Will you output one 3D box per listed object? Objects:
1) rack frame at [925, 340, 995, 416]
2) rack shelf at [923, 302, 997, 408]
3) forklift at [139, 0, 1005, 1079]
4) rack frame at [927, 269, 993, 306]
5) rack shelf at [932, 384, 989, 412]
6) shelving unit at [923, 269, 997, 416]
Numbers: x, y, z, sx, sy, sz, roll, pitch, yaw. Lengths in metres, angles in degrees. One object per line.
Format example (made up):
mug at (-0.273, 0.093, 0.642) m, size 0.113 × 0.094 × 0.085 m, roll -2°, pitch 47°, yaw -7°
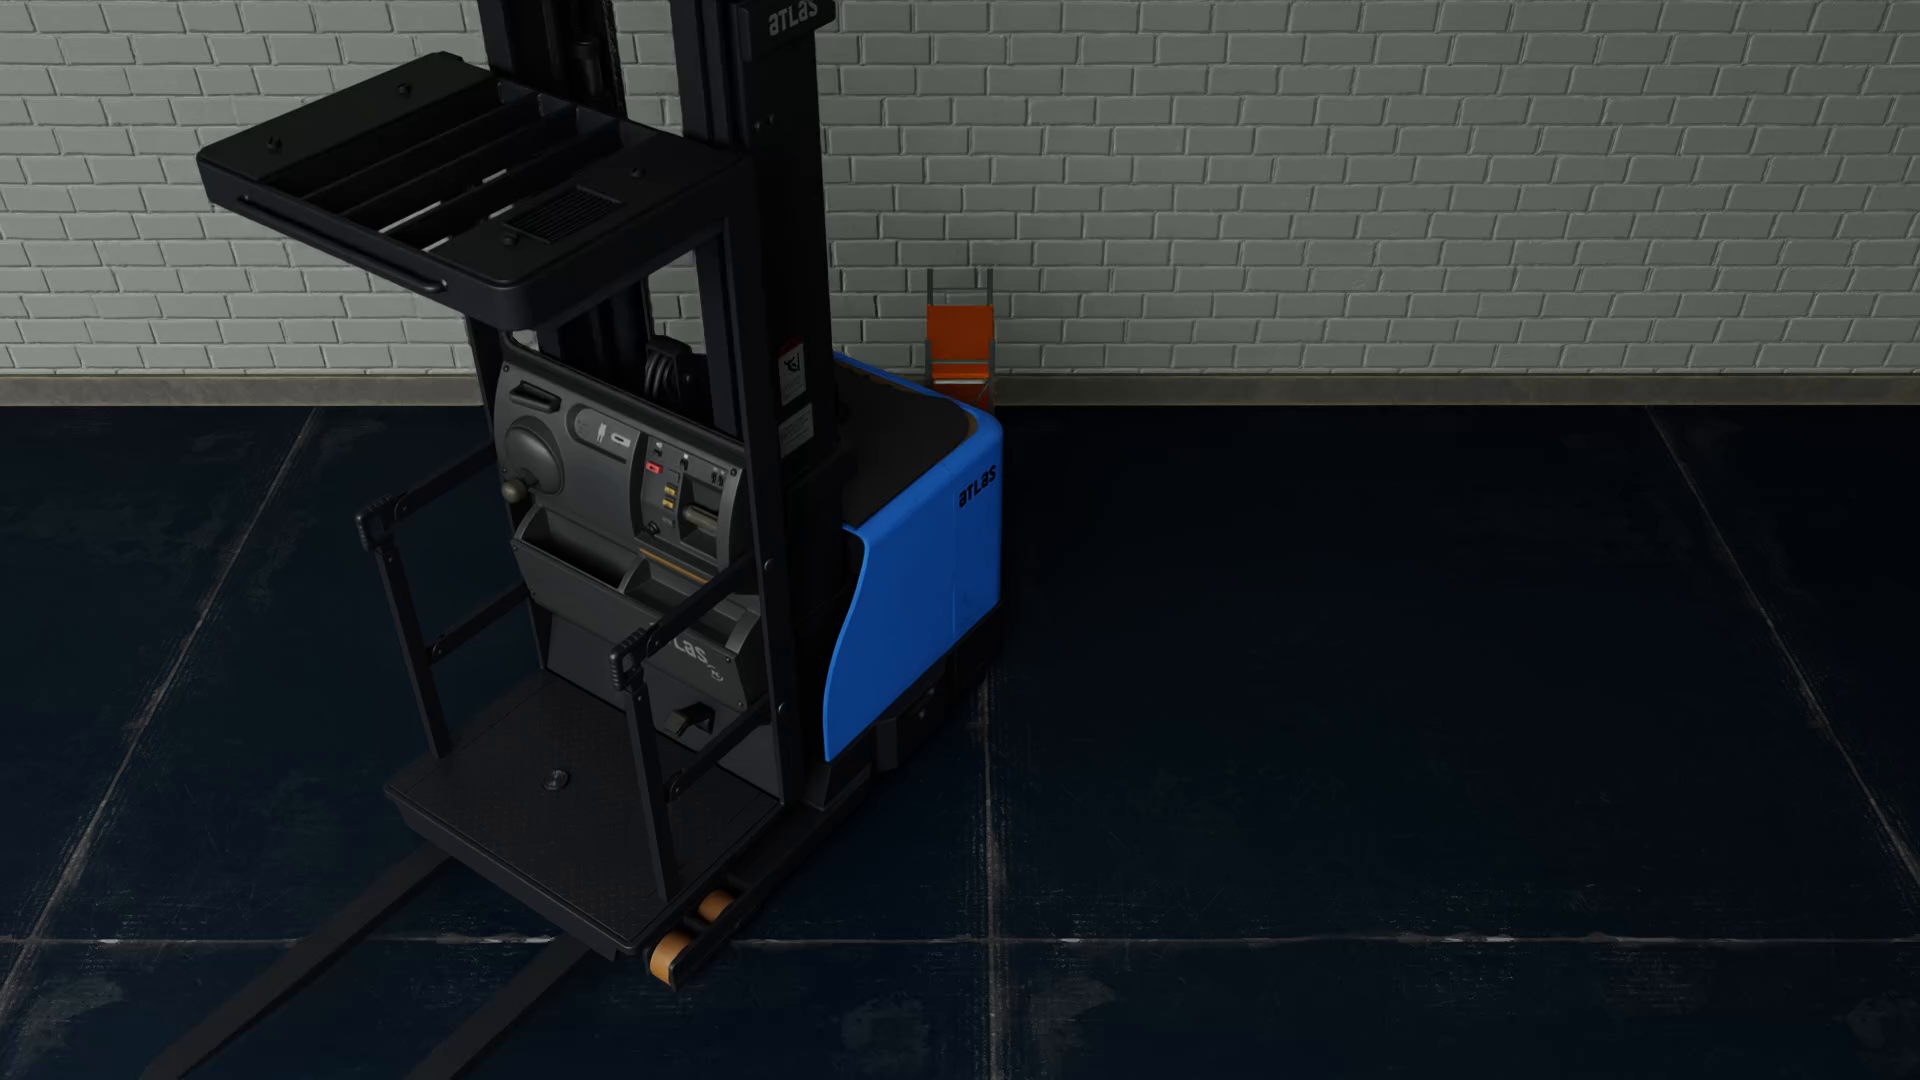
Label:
rack frame at (0.000, -0.212, 6.055) m, size 0.240 × 1.200 × 0.015 m, roll 0°, pitch 39°, yaw 0°
rack shelf at (0.000, -0.671, 6.000) m, size 0.258 × 0.148 × 0.480 m, roll 0°, pitch 39°, yaw 0°
forklift at (-1.102, -0.137, 4.578) m, size 1.130 × 2.935 × 3.031 m, roll 24°, pitch 45°, yaw 27°
rack frame at (0.000, -0.517, 6.436) m, size 0.240 × 1.200 × 0.015 m, roll 0°, pitch 39°, yaw 0°
rack shelf at (0.000, -0.487, 6.148) m, size 0.258 × 0.148 × 0.480 m, roll 0°, pitch 39°, yaw 0°
shelving unit at (0.000, -0.365, 6.246) m, size 0.258 × 1.200 × 0.503 m, roll 0°, pitch 39°, yaw 0°
